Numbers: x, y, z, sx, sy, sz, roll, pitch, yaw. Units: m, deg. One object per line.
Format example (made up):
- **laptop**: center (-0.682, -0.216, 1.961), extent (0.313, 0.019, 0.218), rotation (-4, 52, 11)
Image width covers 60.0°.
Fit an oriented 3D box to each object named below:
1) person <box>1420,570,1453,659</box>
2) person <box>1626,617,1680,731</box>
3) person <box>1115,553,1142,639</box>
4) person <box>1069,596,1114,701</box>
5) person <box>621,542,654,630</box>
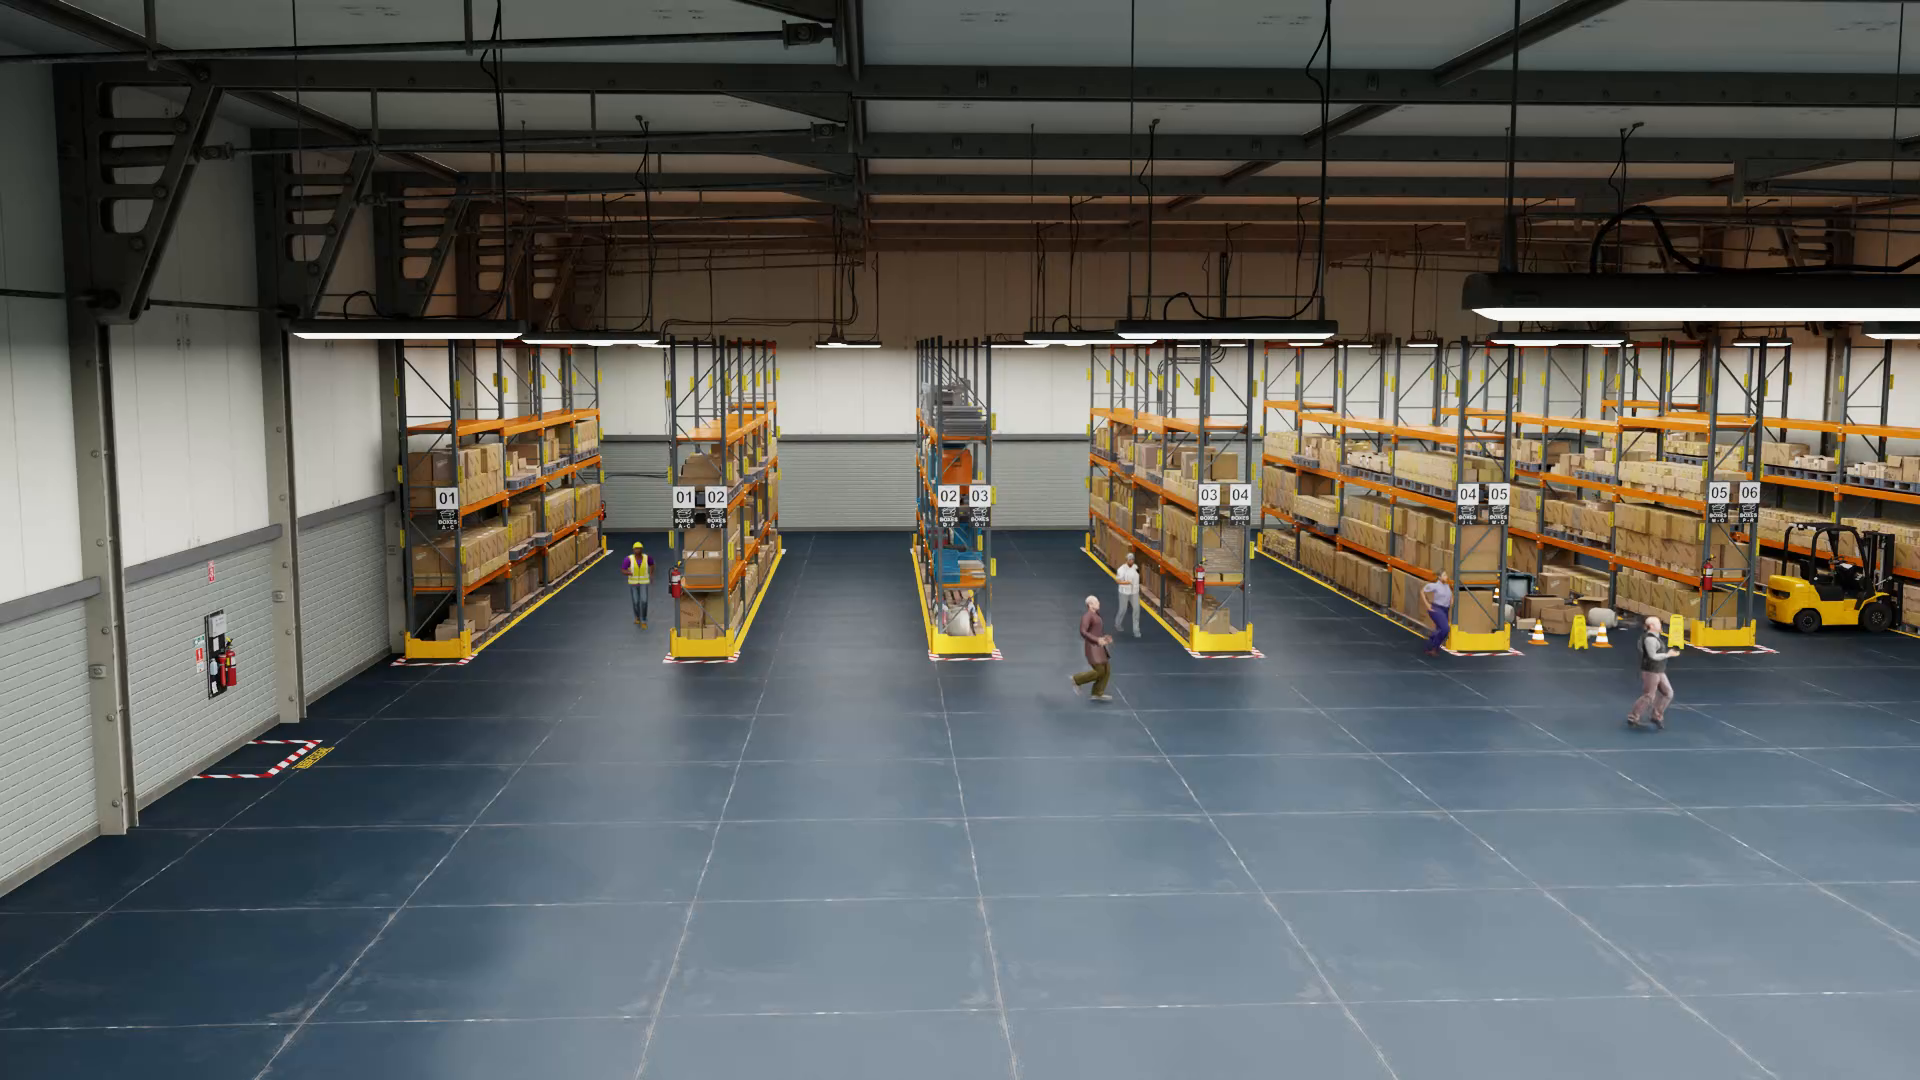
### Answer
- **person**: center (9.023, 1.397, 31.233), extent (0.608, 1.630, 0.606), rotation (-6, 9, -43)
- **person**: center (10.466, 2.033, 25.078), extent (0.711, 1.766, 0.637), rotation (4, 7, 29)
- **person**: center (3.381, 1.088, 33.536), extent (0.554, 1.684, 0.901), rotation (-2, 7, -14)
- **person**: center (2.164, 1.771, 27.257), extent (0.707, 1.727, 0.713), rotation (2, 7, 18)
- **person**: center (-6.675, 0.940, 34.465), extent (0.678, 1.819, 0.800), rotation (-1, 7, -11)
